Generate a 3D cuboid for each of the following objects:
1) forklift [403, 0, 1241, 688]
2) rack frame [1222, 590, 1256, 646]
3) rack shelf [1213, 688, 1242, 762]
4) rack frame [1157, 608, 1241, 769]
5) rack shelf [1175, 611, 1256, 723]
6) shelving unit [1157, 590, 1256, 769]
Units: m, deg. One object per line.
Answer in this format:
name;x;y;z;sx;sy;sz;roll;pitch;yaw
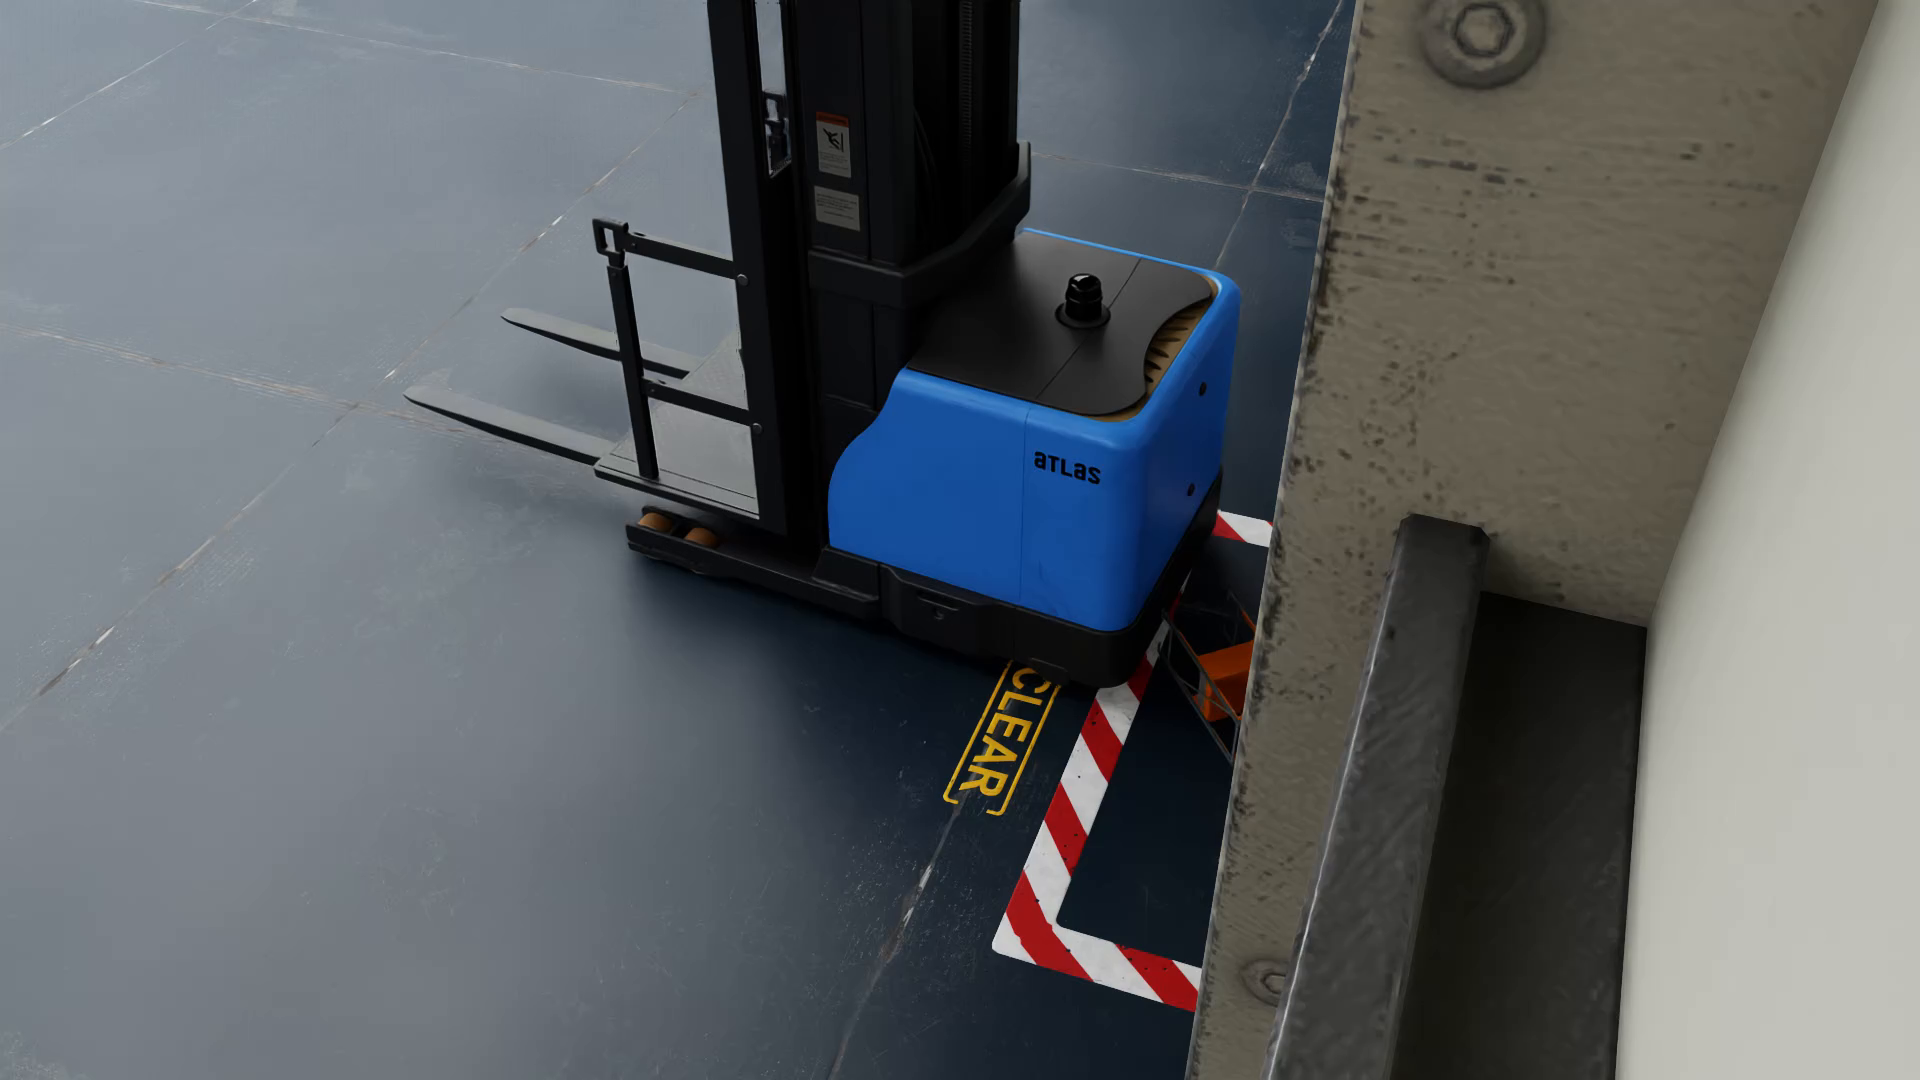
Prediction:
forklift;-0.627;-1.283;5.307;3.031;2.935;1.130;17;43;19
rack frame;1.078;0.567;5.214;0.008;0.200;1.050;-14;43;-15
rack shelf;0.960;0.590;5.190;0.240;0.215;0.259;-14;43;-15
rack frame;0.850;0.625;5.151;0.008;0.200;1.050;-14;43;-15
rack shelf;0.862;0.417;5.385;0.240;0.215;0.259;-14;43;-15
shelving unit;0.964;0.596;5.183;0.252;0.215;1.050;-14;43;-15
